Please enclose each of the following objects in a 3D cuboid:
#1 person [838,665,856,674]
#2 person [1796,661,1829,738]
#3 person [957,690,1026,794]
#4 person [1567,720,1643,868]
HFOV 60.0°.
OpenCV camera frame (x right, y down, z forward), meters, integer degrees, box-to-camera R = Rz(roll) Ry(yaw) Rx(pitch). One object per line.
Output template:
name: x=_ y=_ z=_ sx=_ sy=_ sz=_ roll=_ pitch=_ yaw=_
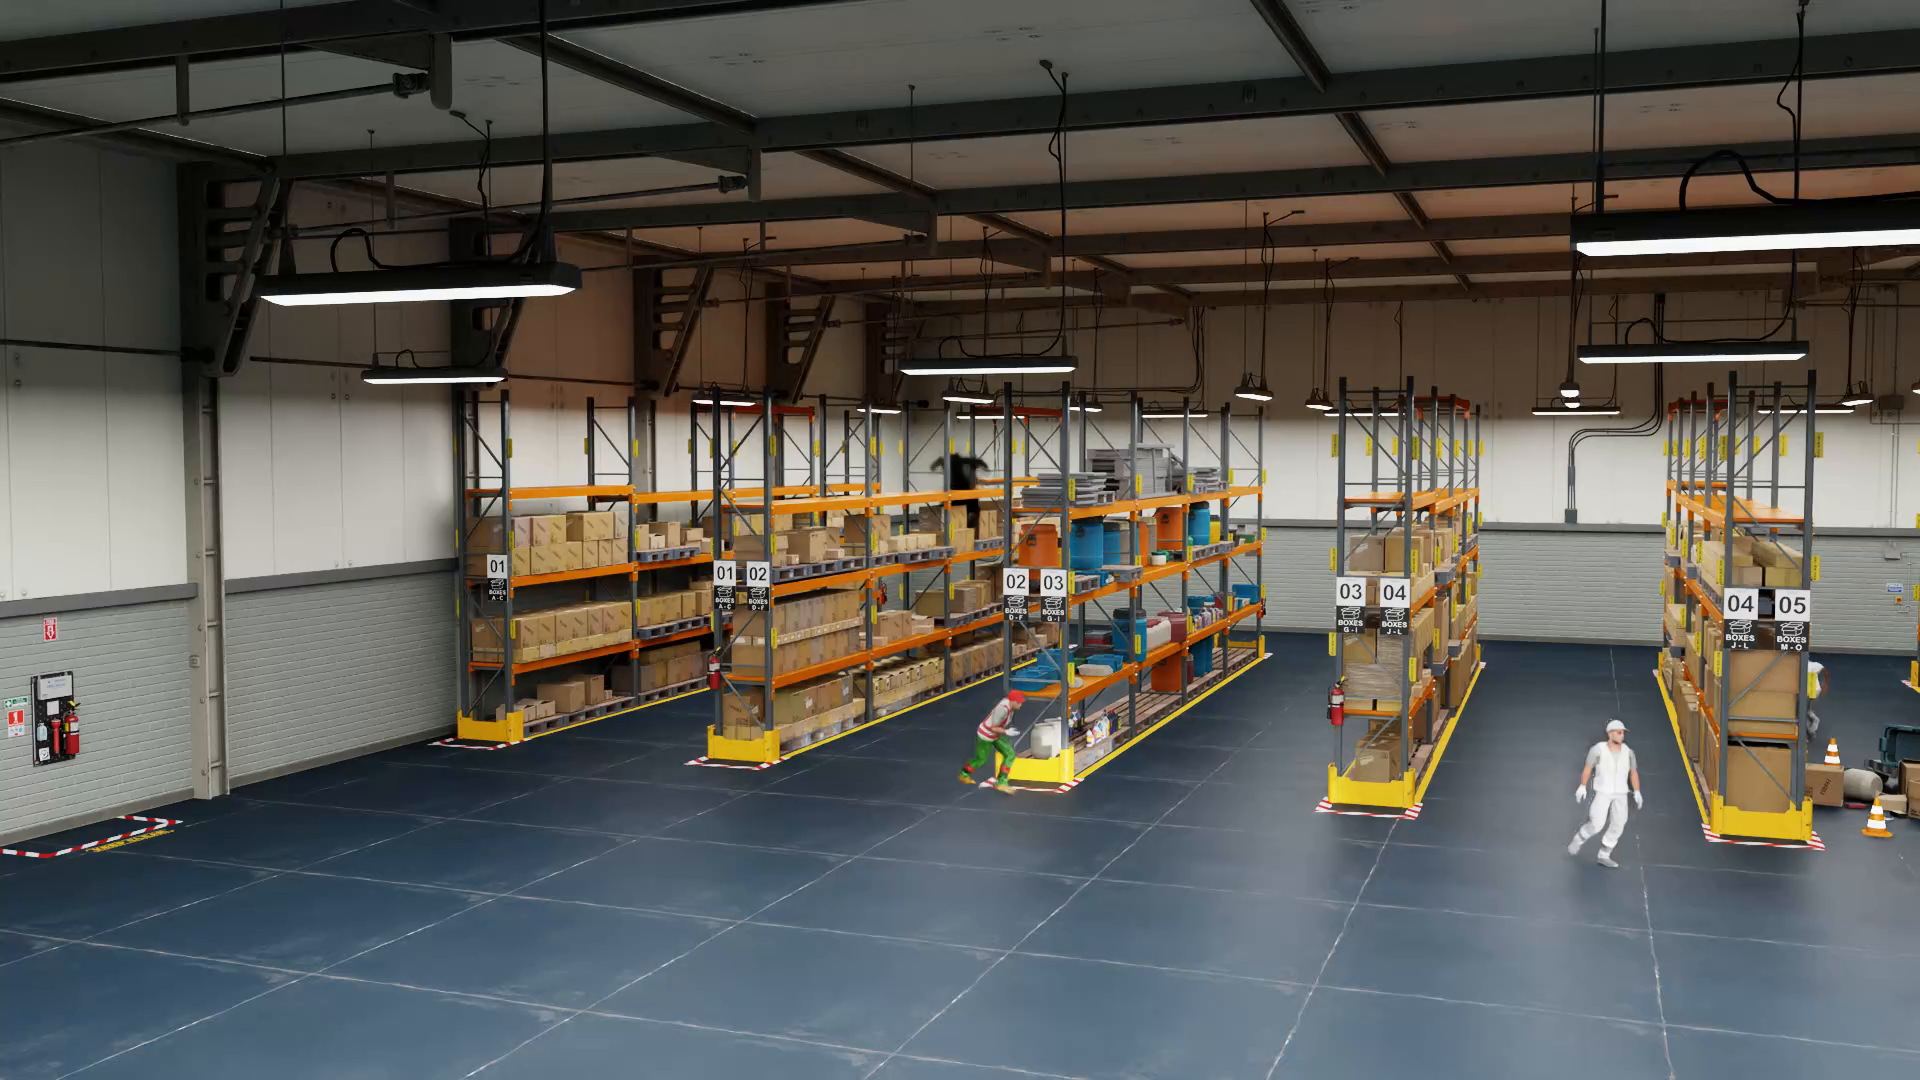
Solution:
person: x=-2.494 y=2.195 z=35.254 sx=0.806 sy=1.825 sz=0.722 roll=1 pitch=3 yaw=11
person: x=14.774 y=2.677 z=28.949 sx=0.600 sy=1.484 sz=0.773 roll=0 pitch=3 yaw=3
person: x=0.439 y=2.911 z=24.198 sx=1.199 sy=1.546 sz=0.676 roll=2 pitch=4 yaw=30
person: x=7.717 y=3.022 z=19.929 sx=0.757 sy=1.752 sz=0.592 roll=0 pitch=3 yaw=-2
